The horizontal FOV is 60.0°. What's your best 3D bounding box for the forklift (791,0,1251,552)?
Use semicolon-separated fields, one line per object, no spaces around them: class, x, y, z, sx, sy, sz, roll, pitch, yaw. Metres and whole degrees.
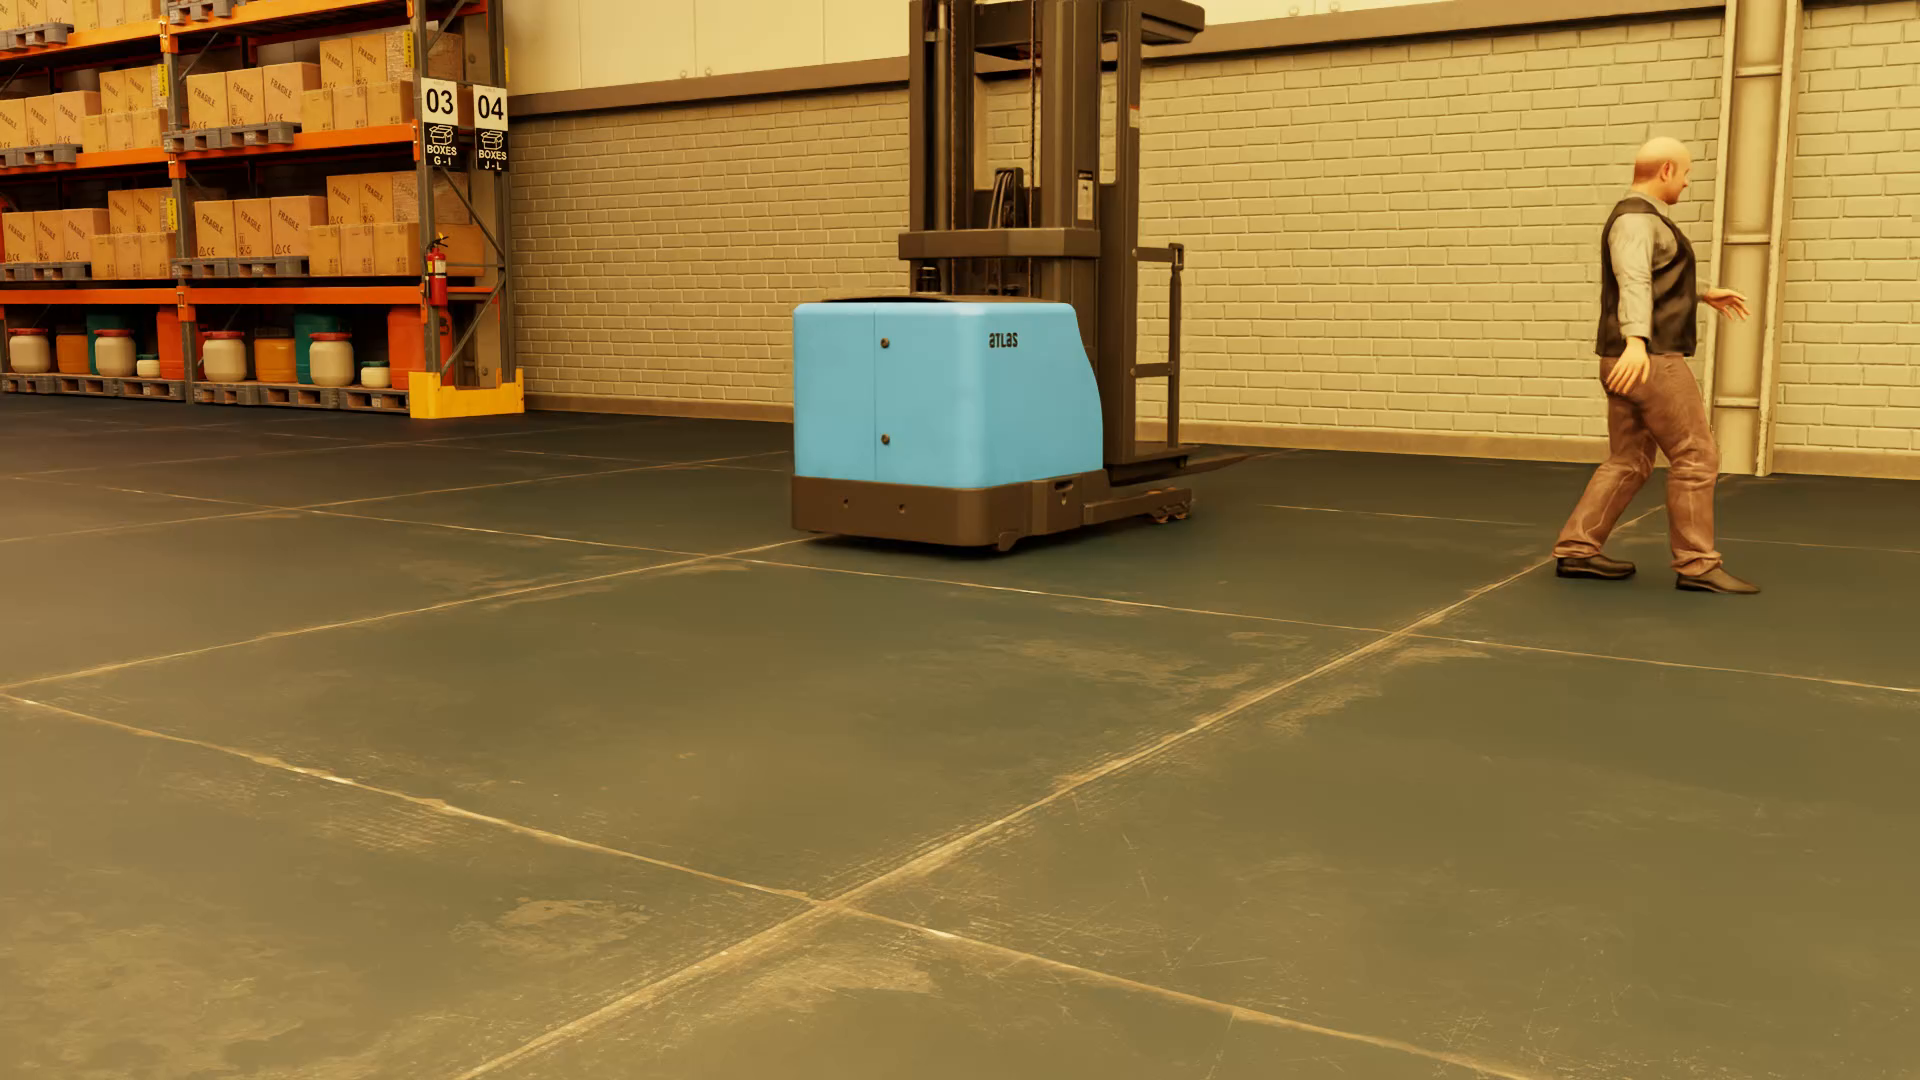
forklift;0.503;-1.564;8.189;1.130;2.935;3.031;6;10;35

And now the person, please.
person;2.667;-0.654;6.277;0.728;1.705;0.954;2;8;14
